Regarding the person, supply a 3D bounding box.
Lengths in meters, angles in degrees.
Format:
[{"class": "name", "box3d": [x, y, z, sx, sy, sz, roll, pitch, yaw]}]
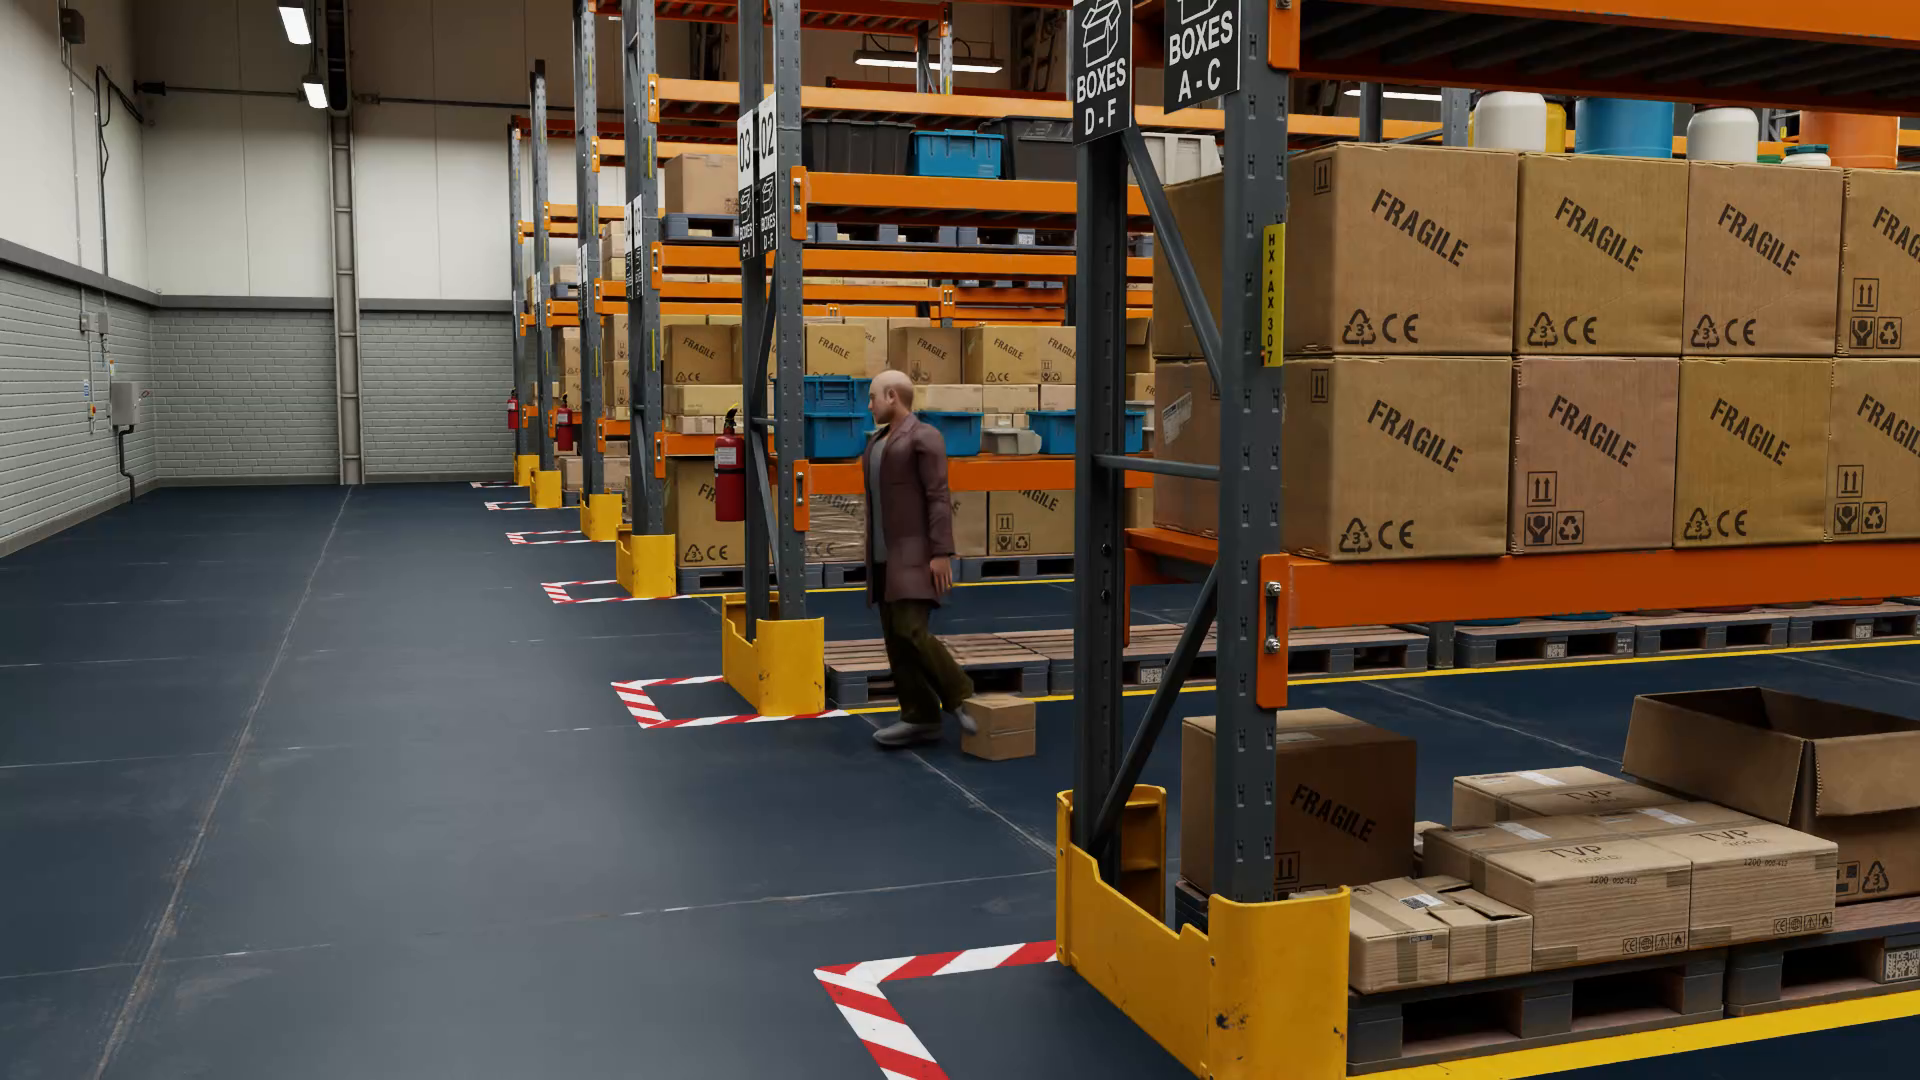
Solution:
[{"class": "person", "box3d": [-0.205, 0.088, 7.842, 0.549, 1.772, 0.720, -4, 7, -35]}]
